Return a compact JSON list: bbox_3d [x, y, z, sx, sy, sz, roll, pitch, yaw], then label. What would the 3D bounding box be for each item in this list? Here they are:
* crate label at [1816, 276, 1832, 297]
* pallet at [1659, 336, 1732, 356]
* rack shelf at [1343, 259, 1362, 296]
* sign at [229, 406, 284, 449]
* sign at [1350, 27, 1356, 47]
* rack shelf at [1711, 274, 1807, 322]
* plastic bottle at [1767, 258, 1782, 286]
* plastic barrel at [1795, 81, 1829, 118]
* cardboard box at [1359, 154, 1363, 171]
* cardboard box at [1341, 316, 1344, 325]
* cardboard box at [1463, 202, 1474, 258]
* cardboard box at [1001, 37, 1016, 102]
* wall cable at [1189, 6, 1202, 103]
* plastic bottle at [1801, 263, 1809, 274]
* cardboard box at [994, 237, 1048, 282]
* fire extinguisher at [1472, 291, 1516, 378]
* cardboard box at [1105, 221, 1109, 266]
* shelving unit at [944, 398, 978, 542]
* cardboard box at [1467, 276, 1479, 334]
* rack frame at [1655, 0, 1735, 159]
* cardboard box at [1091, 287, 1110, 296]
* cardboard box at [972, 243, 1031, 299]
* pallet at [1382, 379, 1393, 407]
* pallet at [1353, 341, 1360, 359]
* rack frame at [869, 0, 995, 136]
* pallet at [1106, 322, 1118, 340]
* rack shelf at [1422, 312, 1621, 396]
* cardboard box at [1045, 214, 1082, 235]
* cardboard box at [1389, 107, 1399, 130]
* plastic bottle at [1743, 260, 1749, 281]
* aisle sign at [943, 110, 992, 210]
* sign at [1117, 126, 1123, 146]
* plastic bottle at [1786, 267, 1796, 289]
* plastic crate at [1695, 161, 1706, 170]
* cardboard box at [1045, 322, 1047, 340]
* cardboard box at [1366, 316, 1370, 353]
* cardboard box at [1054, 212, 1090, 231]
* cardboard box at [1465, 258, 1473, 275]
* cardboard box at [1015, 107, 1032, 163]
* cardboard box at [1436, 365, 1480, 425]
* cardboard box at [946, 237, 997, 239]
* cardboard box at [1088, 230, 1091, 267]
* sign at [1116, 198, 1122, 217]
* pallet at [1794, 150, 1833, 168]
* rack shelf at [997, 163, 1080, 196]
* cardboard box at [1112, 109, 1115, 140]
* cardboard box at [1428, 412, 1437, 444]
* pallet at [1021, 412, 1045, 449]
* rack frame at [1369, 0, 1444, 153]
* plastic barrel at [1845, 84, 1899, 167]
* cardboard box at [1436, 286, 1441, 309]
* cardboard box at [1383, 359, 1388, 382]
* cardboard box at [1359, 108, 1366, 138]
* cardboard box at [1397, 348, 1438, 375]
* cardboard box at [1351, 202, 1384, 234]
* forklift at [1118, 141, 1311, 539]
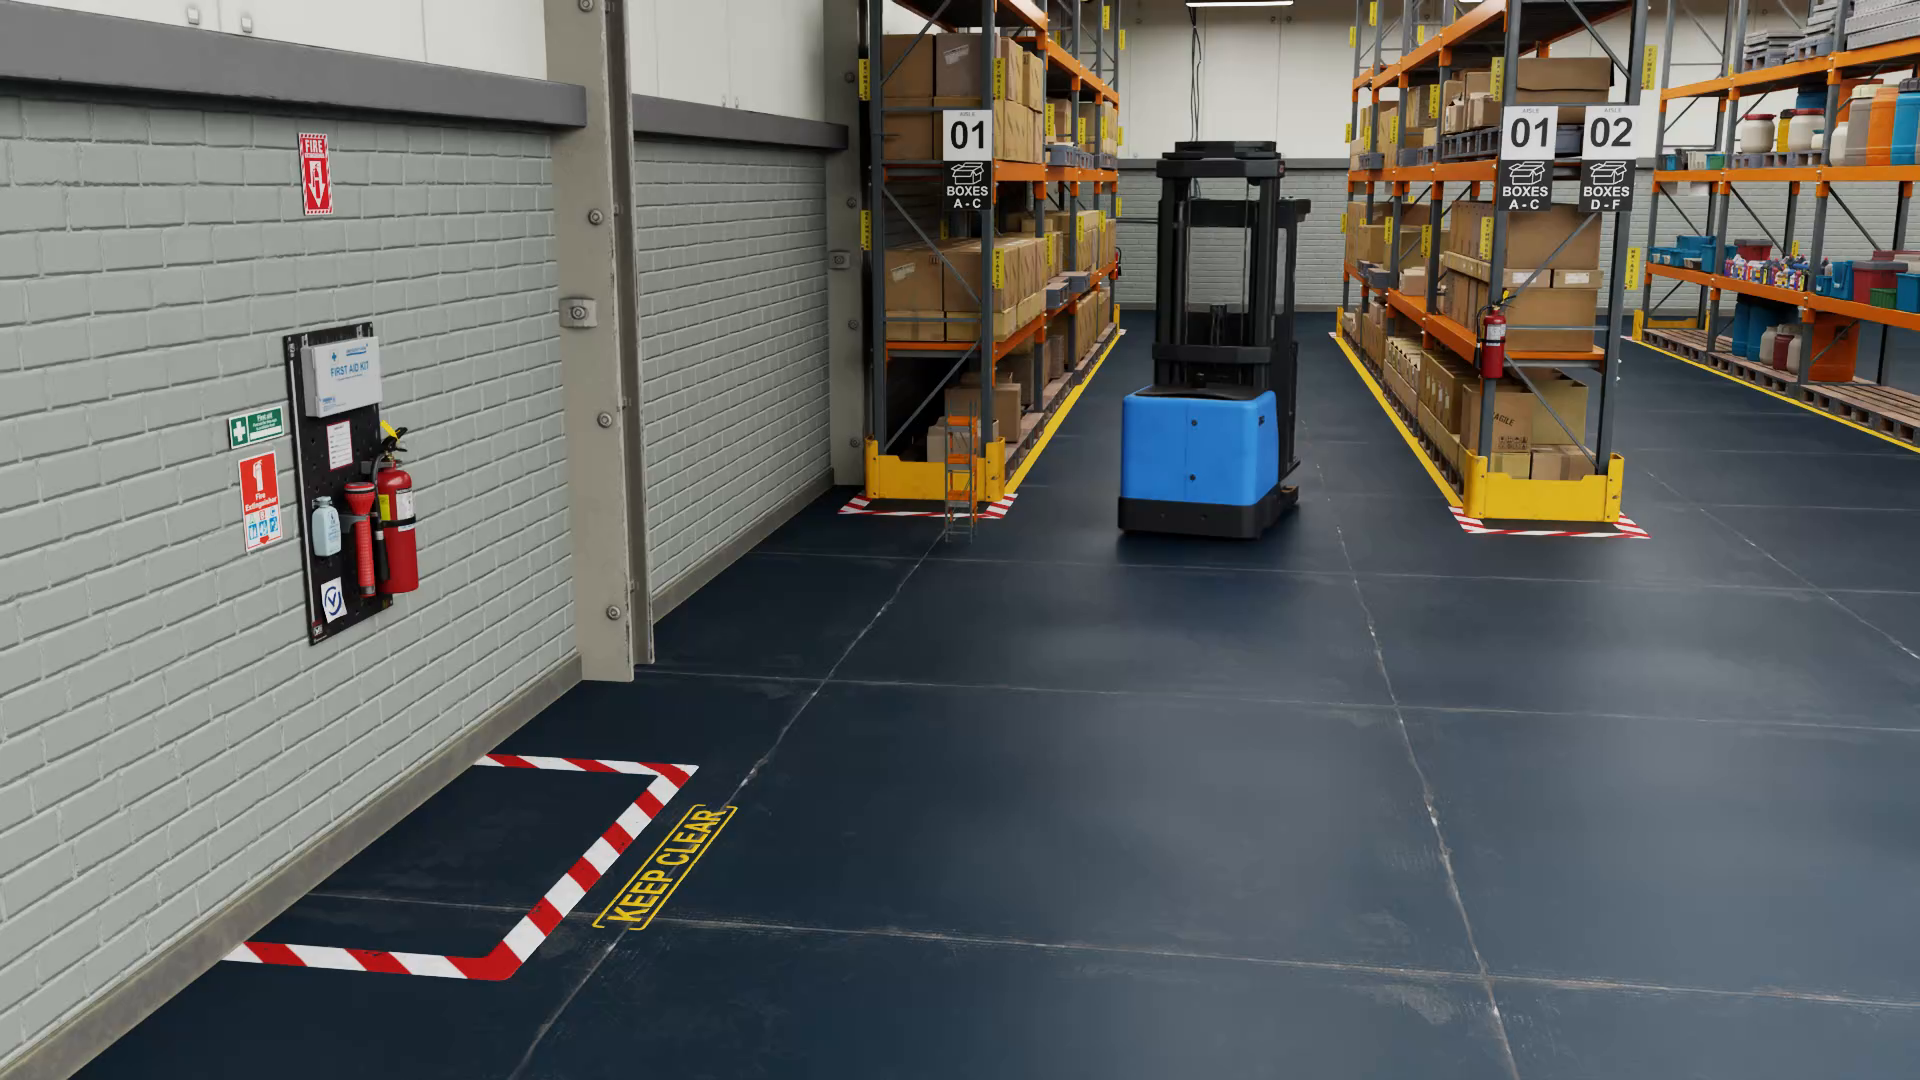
[{"bbox_3d":[10.359,-3.011,19.744,0.303,0.233,0.416,2,12,9],"label":"crate label"},{"bbox_3d":[11.670,-3.047,26.132,1.003,0.211,1.213,2,12,9],"label":"pallet"},{"bbox_3d":[6.823,-4.227,26.696,1.077,0.370,4.000,2,12,9],"label":"rack shelf"},{"bbox_3d":[-2.490,-0.401,5.893,0.001,0.109,0.331,2,12,9],"label":"sign"},{"bbox_3d":[6.595,-8.441,27.895,0.100,0.325,0.005,2,12,9],"label":"sign"},{"bbox_3d":[11.102,-3.233,22.084,1.077,0.370,4.000,2,12,9],"label":"rack shelf"},{"bbox_3d":[10.676,-3.512,21.788,0.144,0.351,0.185,2,12,9],"label":"plastic bottle"},{"bbox_3d":[11.298,-5.558,21.856,0.600,0.901,0.708,2,12,9],"label":"plastic barrel"},{"bbox_3d":[6.483,-5.874,25.864,0.500,0.250,0.500,2,12,9],"label":"cardboard box"},{"bbox_3d":[6.727,-3.741,28.453,0.380,0.149,0.250,2,12,9],"label":"cardboard box"},{"bbox_3d":[5.069,-2.878,15.413,0.700,0.500,0.500,2,12,9],"label":"cardboard box"},{"bbox_3d":[0.201,-4.013,14.217,0.500,0.500,0.500,2,12,8],"label":"cardboard box"},{"bbox_3d":[6.132,-10.117,33.459,3.097,2.526,0.112,2,12,9],"label":"wall cable"},{"bbox_3d":[11.352,-3.589,22.331,0.097,0.271,0.097,0,12,0],"label":"plastic bottle"},{"bbox_3d":[0.595,-3.142,18.671,0.700,0.500,0.500,3,13,14],"label":"cardboard box"},{"bbox_3d":[4.193,-1.617,13.061,0.296,0.674,0.183,2,12,9],"label":"fire extinguisher"},{"bbox_3d":[1.940,-4.885,27.328,0.980,0.700,0.700,1,12,6],"label":"cardboard box"},{"bbox_3d":[0.008,-0.524,12.434,0.215,1.050,0.252,2,12,9],"label":"shelving unit"},{"bbox_3d":[4.990,-2.133,15.032,0.700,0.500,0.500,2,12,10],"label":"cardboard box"},{"bbox_3d":[12.025,-7.767,27.172,1.000,3.000,0.127,2,12,9],"label":"rack frame"},{"bbox_3d":[2.387,-4.274,28.602,0.380,0.149,0.250,2,12,8],"label":"cardboard box"},{"bbox_3d":[0.384,-2.535,15.664,0.500,0.500,0.500,2,12,10],"label":"cardboard box"},{"bbox_3d":[5.735,-1.797,20.329,1.003,0.211,1.213,2,12,9],"label":"pallet"},{"bbox_3d":[6.622,-2.942,25.646,1.003,0.211,1.213,2,12,9],"label":"pallet"},{"bbox_3d":[-0.225,-4.757,13.207,1.000,3.000,0.127,2,12,9],"label":"rack frame"},{"bbox_3d":[2.190,-3.623,28.803,1.003,0.211,1.213,2,12,9],"label":"pallet"},{"bbox_3d":[4.978,-1.729,15.105,1.077,0.370,4.000,2,12,9],"label":"rack shelf"},{"bbox_3d":[1.334,-4.152,21.871,0.500,0.250,0.500,2,12,10],"label":"cardboard box"},{"bbox_3d":[6.163,-5.552,22.543,0.600,0.600,0.600,1,12,6],"label":"cardboard box"},{"bbox_3d":[10.795,-3.697,22.805,0.061,0.283,0.133,2,12,9],"label":"plastic bottle"},{"bbox_3d":[0.060,-3.070,13.450,0.394,0.787,0.004,2,12,9],"label":"aisle sign"},{"bbox_3d":[2.770,-6.995,28.797,0.100,0.325,0.005,2,12,9],"label":"sign"},{"bbox_3d":[10.536,-3.316,21.065,0.097,0.271,0.097,0,12,0],"label":"plastic bottle"},{"bbox_3d":[11.229,-5.616,24.938,0.293,0.136,0.466,2,12,9],"label":"plastic crate"},{"bbox_3d":[0.796,-2.581,20.460,0.500,0.250,0.500,2,12,10],"label":"cardboard box"},{"bbox_3d":[6.129,-2.952,23.958,0.500,0.500,0.500,2,12,9],"label":"cardboard box"},{"bbox_3d":[1.557,-4.469,23.340,0.500,0.250,0.500,2,12,7],"label":"cardboard box"},{"bbox_3d":[4.818,-2.491,15.155,0.380,0.149,0.250,2,12,8],"label":"cardboard box"},{"bbox_3d":[0.418,-3.847,15.821,0.500,0.500,0.500,1,12,6],"label":"cardboard box"},{"bbox_3d":[4.676,-1.326,15.278,0.500,0.500,0.500,2,12,9],"label":"cardboard box"},{"bbox_3d":[0.111,-2.869,17.214,0.500,0.500,0.500,2,12,7],"label":"cardboard box"},{"bbox_3d":[1.572,-4.107,23.441,0.500,0.500,0.500,2,12,10],"label":"cardboard box"},{"bbox_3d":[2.770,-5.816,29.052,0.100,0.325,0.005,2,12,9],"label":"sign"},{"bbox_3d":[11.009,-4.699,20.505,1.003,0.211,1.213,2,12,9],"label":"pallet"},{"bbox_3d":[0.698,-4.188,19.394,1.077,0.370,4.000,2,12,9],"label":"rack shelf"},{"bbox_3d":[2.305,-6.904,27.630,0.500,0.500,0.500,2,12,10],"label":"cardboard box"},{"bbox_3d":[4.750,-1.064,15.840,0.500,0.250,0.500,2,12,9],"label":"cardboard box"},{"bbox_3d":[0.322,-1.153,17.342,1.003,0.211,1.213,2,12,9],"label":"pallet"},{"bbox_3d":[6.516,-7.095,24.057,1.000,3.000,0.127,2,12,9],"label":"rack frame"},{"bbox_3d":[10.454,-4.716,18.947,0.600,0.901,0.600,0,12,0],"label":"plastic barrel"},{"bbox_3d":[5.239,-2.621,17.852,0.396,0.266,0.258,2,12,7],"label":"cardboard box"},{"bbox_3d":[5.530,-2.092,20.609,0.500,0.250,0.500,2,12,8],"label":"cardboard box"},{"bbox_3d":[6.907,-6.790,27.151,0.700,0.500,0.500,2,12,9],"label":"cardboard box"},{"bbox_3d":[5.298,-2.043,19.052,0.500,0.311,0.500,2,12,8],"label":"cardboard box"},{"bbox_3d":[6.647,-5.236,27.059,0.500,0.500,0.500,2,12,9],"label":"cardboard box"},{"bbox_3d":[2.180,-1.706,13.451,1.130,2.935,3.031,4,13,20],"label":"forklift"}]
